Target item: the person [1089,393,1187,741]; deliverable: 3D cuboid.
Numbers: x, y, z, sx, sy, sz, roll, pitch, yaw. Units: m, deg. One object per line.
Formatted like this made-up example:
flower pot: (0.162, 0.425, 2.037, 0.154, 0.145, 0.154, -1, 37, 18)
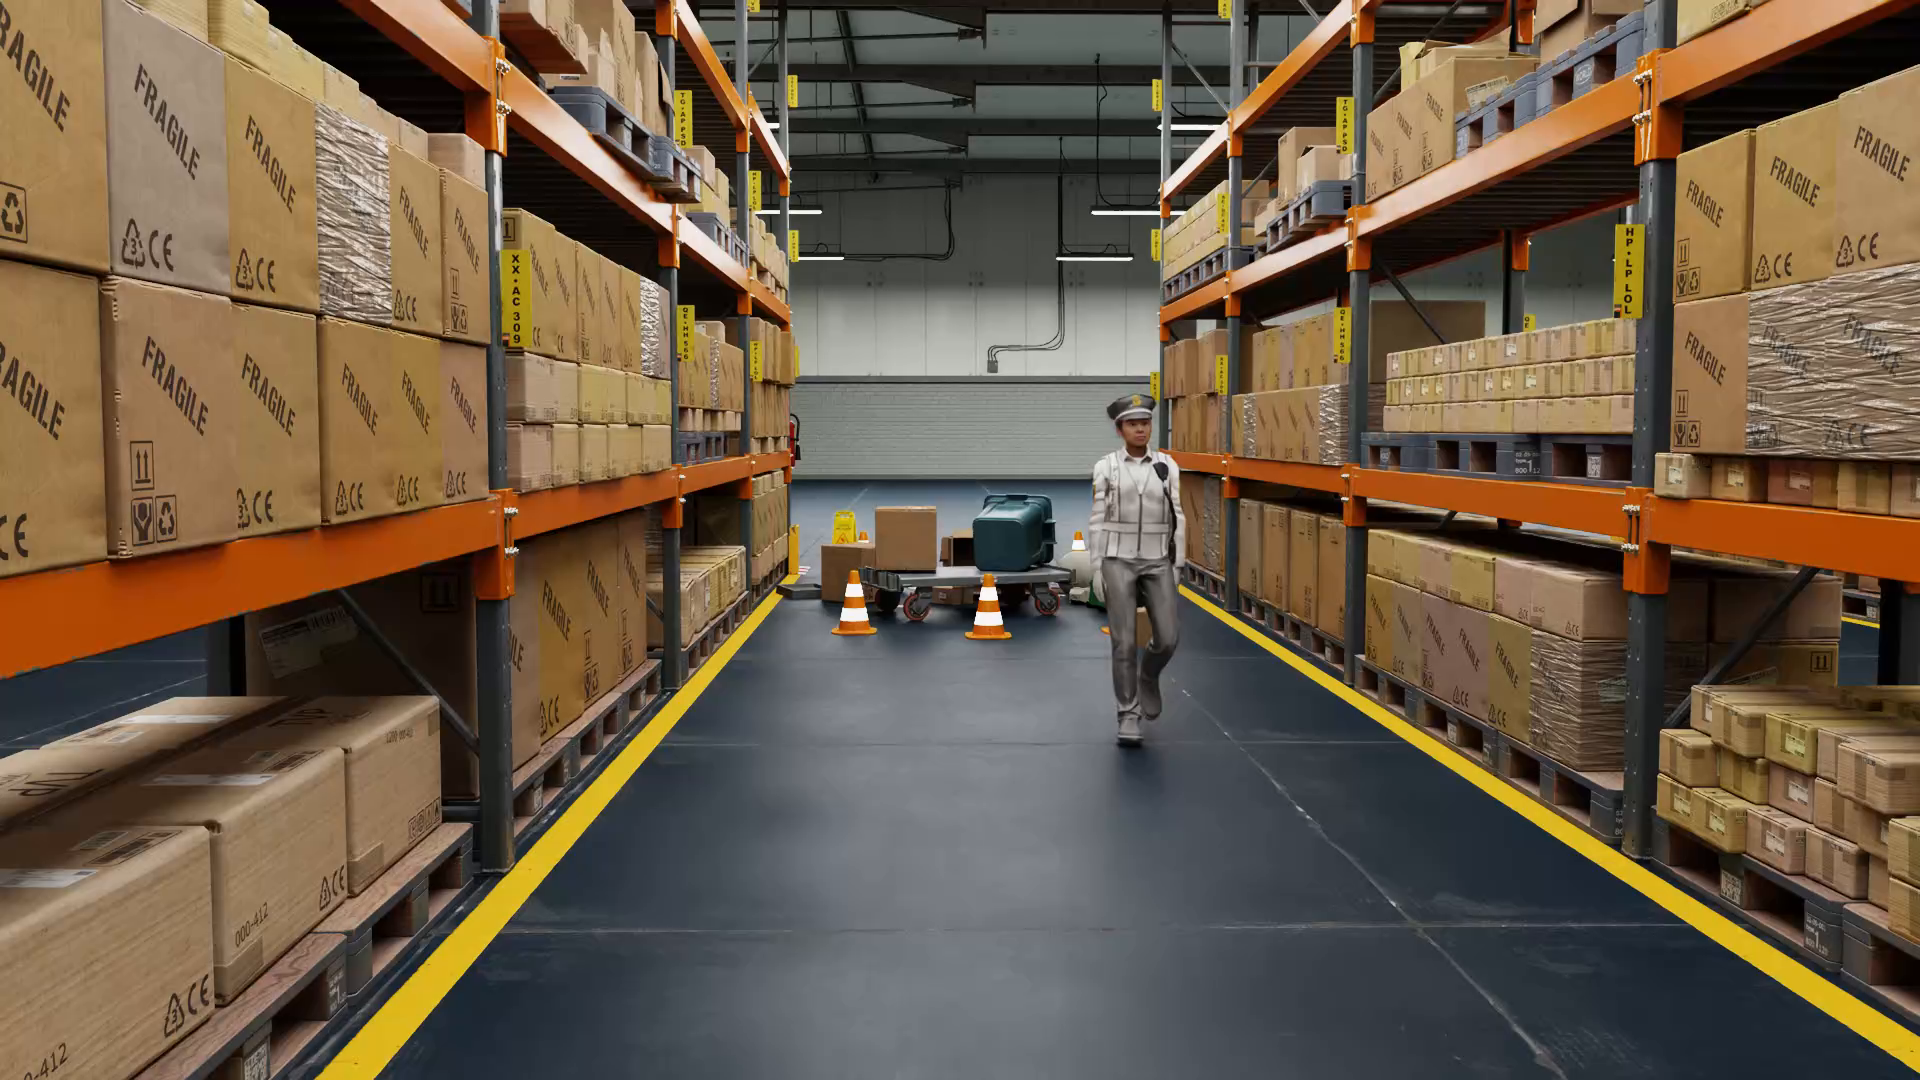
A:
person: (0.875, 0.122, 8.168, 0.484, 1.678, 0.516, 0, 4, -3)
